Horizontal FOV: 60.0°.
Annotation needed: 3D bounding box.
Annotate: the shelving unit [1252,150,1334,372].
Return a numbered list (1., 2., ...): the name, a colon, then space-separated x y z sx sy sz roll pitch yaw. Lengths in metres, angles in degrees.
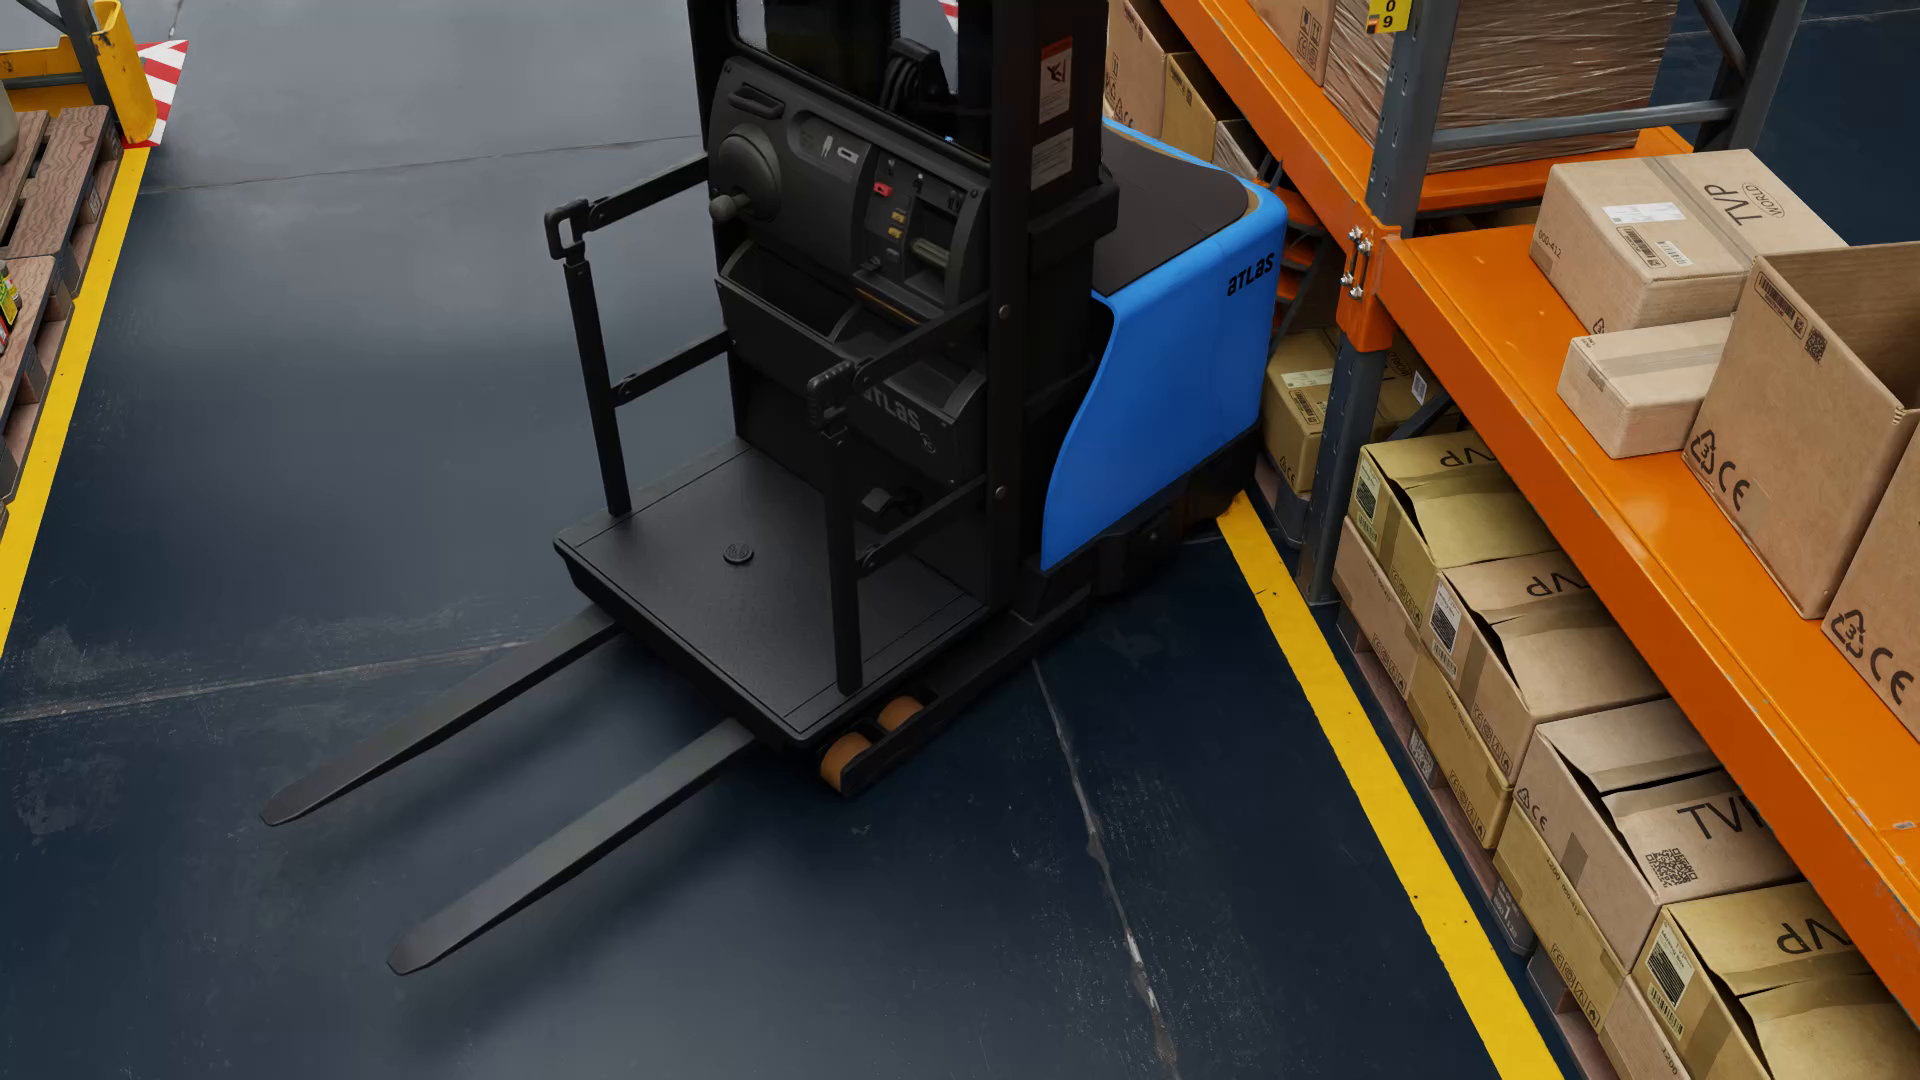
1. shelving unit: 0.880 -0.721 5.111 0.258 1.200 0.189 16 37 -8

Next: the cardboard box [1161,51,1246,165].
1. cardboard box: 1.005 -1.353 5.704 0.500 0.500 0.500 -8 42 -9

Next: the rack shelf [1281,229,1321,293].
1. rack shelf: 0.938 -0.866 4.993 0.258 0.103 0.180 16 37 -8

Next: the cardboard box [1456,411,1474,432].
1. cardboard box: 1.723 -0.498 5.306 0.500 0.250 0.500 -8 42 -9

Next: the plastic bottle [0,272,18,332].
1. plastic bottle: -3.306 -0.858 5.672 0.061 0.283 0.133 -7 42 -8

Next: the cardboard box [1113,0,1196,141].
1. cardboard box: 0.883 -1.675 6.067 0.500 0.500 0.500 -8 42 -9

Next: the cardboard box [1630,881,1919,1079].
1. cardboard box: 1.706 0.937 3.268 0.500 0.311 0.500 -7 42 -8

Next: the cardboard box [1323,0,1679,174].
1. cardboard box: 1.425 -1.349 4.435 0.700 0.500 0.500 -9 42 -10

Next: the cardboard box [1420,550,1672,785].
1. cardboard box: 1.476 0.265 4.024 0.500 0.311 0.500 -9 42 -10

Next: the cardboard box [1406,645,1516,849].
1. cardboard box: 1.481 0.475 4.210 0.500 0.250 0.500 -7 42 -8

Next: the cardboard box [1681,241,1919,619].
1. cardboard box: 1.791 -0.221 3.164 0.500 0.500 0.500 -6 42 -6

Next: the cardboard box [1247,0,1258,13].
1. cardboard box: 1.200 -2.016 5.186 0.700 0.500 0.500 -8 42 -9

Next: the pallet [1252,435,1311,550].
1. pallet: 1.396 -0.504 5.658 1.003 0.211 1.213 -8 42 -9

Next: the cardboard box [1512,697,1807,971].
1. cardboard box: 1.589 0.601 3.646 0.500 0.311 0.500 -10 43 -11

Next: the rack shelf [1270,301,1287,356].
1. rack shelf: 0.866 -0.688 5.137 0.258 0.103 0.180 16 37 -8

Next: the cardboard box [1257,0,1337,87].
1. cardboard box: 1.305 -1.690 4.819 0.700 0.500 0.500 -9 42 -10

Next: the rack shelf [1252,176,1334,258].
1. rack shelf: 0.974 -0.955 4.921 0.258 0.103 0.180 16 37 -8

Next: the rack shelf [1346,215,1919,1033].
1. rack shelf: 1.959 0.541 2.923 1.077 0.370 4.000 -8 42 -9

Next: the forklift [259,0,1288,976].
1. forklift: -0.444 -0.801 3.945 3.031 2.935 1.130 -34 51 -32

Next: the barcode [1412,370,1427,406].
1. barcode: 1.176 -0.389 4.257 0.001 0.075 0.075 -8 42 -9

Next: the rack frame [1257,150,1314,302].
1. rack frame: 0.886 -0.777 5.183 0.240 1.200 0.006 16 37 -8

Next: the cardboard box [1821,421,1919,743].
1. cardboard box: 1.899 0.104 2.798 0.500 0.500 0.500 -8 42 -9

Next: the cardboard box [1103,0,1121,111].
1. cardboard box: 0.792 -2.001 6.435 0.500 0.500 0.500 -8 42 -9

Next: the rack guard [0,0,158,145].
1. rack guard: -4.111 -1.933 7.051 1.175 0.500 0.348 -8 42 -9

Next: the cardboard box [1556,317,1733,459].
1. cardboard box: 1.519 -0.327 3.548 0.380 0.149 0.250 -8 42 -9

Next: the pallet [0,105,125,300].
1. pallet: -3.941 -1.298 6.553 1.003 0.211 1.213 -8 42 -9

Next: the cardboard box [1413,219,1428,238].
1. cardboard box: 1.617 -1.103 5.423 0.500 0.500 0.500 -8 42 -9

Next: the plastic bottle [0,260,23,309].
1. plastic bottle: -3.349 -0.901 5.782 0.097 0.201 0.097 0 42 0

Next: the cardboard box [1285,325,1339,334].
1. cardboard box: 1.115 -0.748 5.589 0.500 0.250 0.500 -8 42 -9

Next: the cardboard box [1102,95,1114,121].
1. cardboard box: 0.781 -1.719 6.682 0.500 0.250 0.500 -8 42 -9

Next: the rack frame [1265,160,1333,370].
1. rack frame: 0.873 -0.665 5.038 0.240 1.200 0.006 16 37 -8

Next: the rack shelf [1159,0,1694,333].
1. rack shelf: 1.095 -2.052 5.844 1.077 0.370 4.000 -8 42 -9

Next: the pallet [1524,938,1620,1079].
1. pallet: 1.991 1.282 3.646 1.003 0.211 1.213 -8 42 -9

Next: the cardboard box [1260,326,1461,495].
1. cardboard box: 1.214 -0.423 5.222 0.500 0.250 0.500 -8 42 -9

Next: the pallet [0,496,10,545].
1. pallet: -3.415 0.284 4.771 1.003 0.211 1.213 -8 42 -9

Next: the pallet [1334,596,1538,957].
1. pallet: 1.724 0.490 4.539 1.003 0.211 1.213 -8 42 -9

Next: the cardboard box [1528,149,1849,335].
1. cardboard box: 1.676 -0.656 3.842 0.500 0.250 0.500 -6 42 -7

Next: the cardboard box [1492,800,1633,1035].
1. cardboard box: 1.596 0.810 3.833 0.500 0.250 0.500 -10 42 -11

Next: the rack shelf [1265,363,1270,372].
1. rack shelf: 0.830 -0.600 5.209 0.258 0.103 0.180 16 37 -8

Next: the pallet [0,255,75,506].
1. pallet: -3.681 -0.508 5.664 1.003 0.211 1.213 -8 42 -9

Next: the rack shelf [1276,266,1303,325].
1. rack shelf: 0.902 -0.777 5.065 0.258 0.103 0.180 16 37 -8

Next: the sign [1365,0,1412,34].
1. sign: 0.985 -1.298 3.741 0.100 0.325 0.005 -8 42 -9

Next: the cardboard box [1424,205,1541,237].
1. cardboard box: 1.733 -0.780 5.059 0.500 0.500 0.500 -8 42 -9

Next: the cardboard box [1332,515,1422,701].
1. cardboard box: 1.372 0.143 4.584 0.500 0.250 0.500 -9 42 -10

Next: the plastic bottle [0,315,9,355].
1. plastic bottle: -3.322 -0.761 5.569 0.152 0.276 0.135 -8 42 -9

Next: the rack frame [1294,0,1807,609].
1. rack frame: 1.527 -1.025 4.145 1.000 3.000 0.127 -8 42 -9

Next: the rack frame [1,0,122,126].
1. rack frame: -4.174 -2.910 6.269 1.000 3.000 0.127 -8 42 -9

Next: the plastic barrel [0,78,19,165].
1. plastic barrel: -3.957 -1.721 6.487 0.421 0.512 0.421 0 42 0

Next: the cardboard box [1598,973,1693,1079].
1. cardboard box: 1.705 1.140 3.461 0.500 0.250 0.500 -8 42 -8

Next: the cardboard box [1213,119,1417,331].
1. cardboard box: 1.117 -1.029 5.340 0.500 0.500 0.500 -8 42 -9

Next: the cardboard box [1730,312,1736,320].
1. cardboard box: 1.896 -0.431 3.577 0.396 0.266 0.258 -9 42 -10

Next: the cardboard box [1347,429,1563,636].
1. cardboard box: 1.373 -0.060 4.390 0.500 0.311 0.500 -8 42 -9
